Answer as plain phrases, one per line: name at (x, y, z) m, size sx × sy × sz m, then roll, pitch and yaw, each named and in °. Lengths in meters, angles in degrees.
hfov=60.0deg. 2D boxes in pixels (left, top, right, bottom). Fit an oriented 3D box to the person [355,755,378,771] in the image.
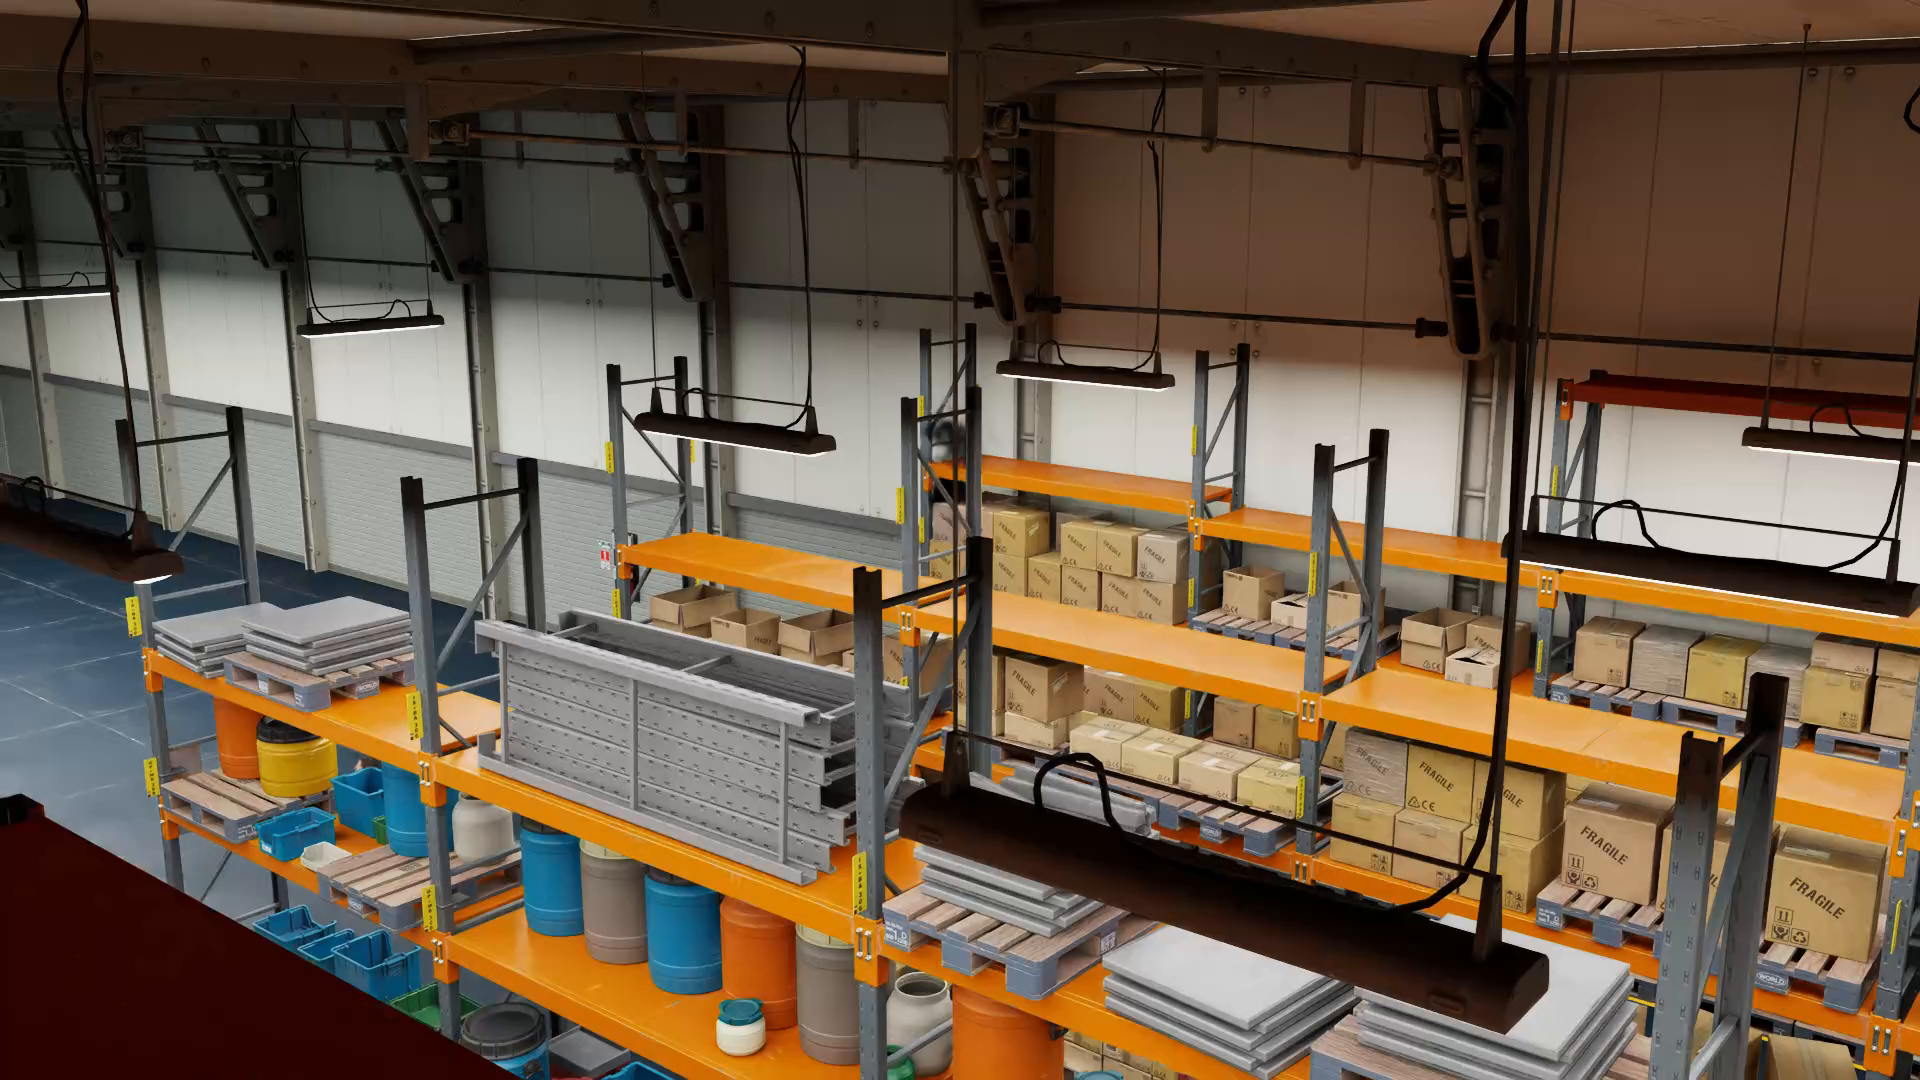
person at (-6.498, 3.187, 18.484) m, size 0.603 × 1.644 × 0.564 m, roll -4°, pitch 13°, yaw -18°
